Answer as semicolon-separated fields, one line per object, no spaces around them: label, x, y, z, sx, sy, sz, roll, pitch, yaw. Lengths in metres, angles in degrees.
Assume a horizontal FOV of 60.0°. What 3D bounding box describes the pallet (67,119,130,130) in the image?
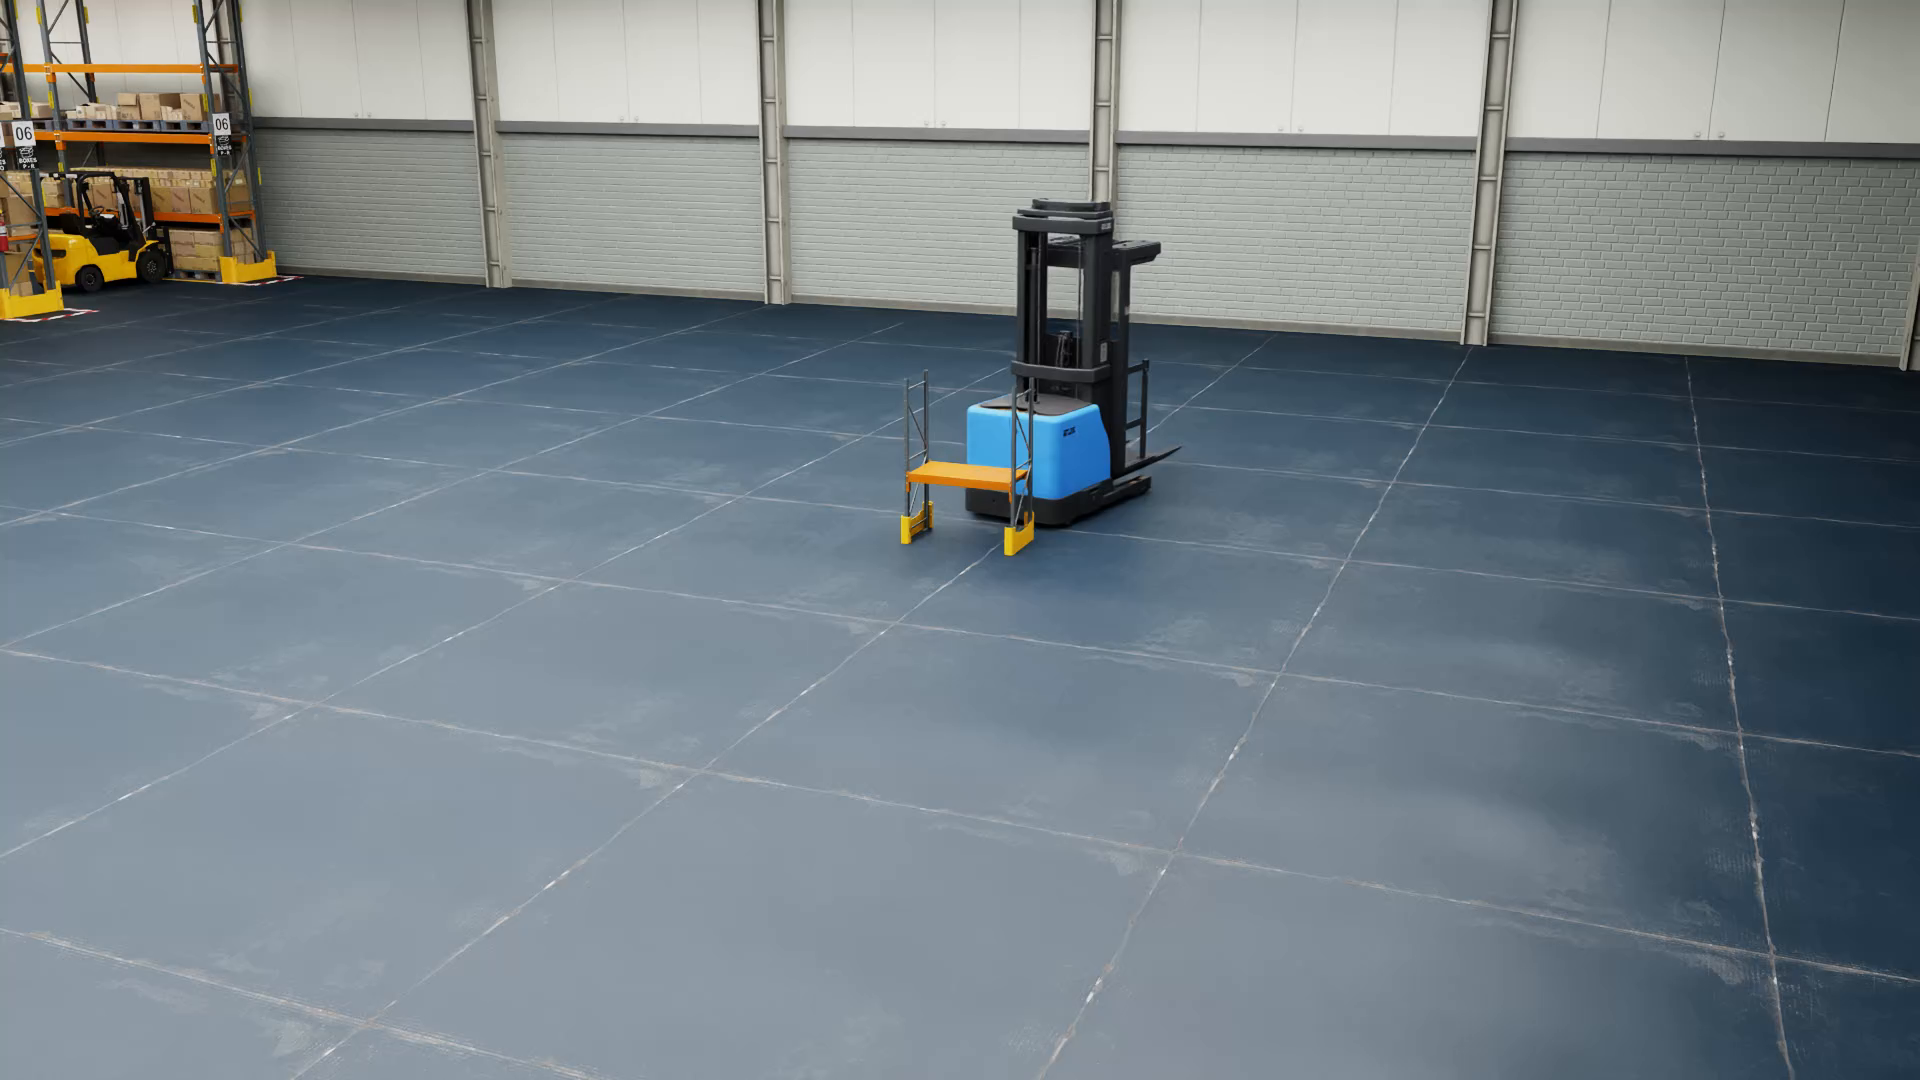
pallet;-17.018;-8.337;33.290;1.213;0.211;1.003;6;17;21

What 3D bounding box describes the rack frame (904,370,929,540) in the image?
rack frame;-0.394;-0.764;15.114;0.032;1.500;0.500;6;17;21

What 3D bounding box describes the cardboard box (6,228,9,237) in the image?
cardboard box;-16.344;-5.185;28.103;0.250;0.149;0.380;7;18;22

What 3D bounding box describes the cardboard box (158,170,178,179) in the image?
cardboard box;-15.492;-7.174;32.629;0.250;0.149;0.380;7;18;22

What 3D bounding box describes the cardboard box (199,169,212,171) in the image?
cardboard box;-14.816;-7.261;32.929;0.250;0.149;0.380;7;17;22

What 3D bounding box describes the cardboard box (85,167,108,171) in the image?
cardboard box;-17.350;-7.414;33.454;0.250;0.149;0.380;7;17;21

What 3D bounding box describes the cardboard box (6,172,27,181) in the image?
cardboard box;-19.419;-7.479;34.214;0.250;0.149;0.380;6;17;21

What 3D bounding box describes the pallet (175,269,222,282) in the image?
pallet;-14.826;-5.339;33.184;1.213;0.211;1.003;6;17;21

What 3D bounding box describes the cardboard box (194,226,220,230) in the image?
cardboard box;-14.943;-6.120;33.260;0.500;0.250;0.500;6;17;21

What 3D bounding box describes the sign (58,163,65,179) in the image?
sign;-18.011;-7.396;33.334;0.005;0.325;0.100;6;17;21

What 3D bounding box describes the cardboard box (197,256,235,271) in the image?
cardboard box;-14.653;-5.458;32.772;0.500;0.250;0.500;6;17;21

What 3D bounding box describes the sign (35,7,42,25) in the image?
sign;-18.009;-10.245;32.506;0.005;0.325;0.100;6;17;21

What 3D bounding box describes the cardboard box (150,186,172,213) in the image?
cardboard box;-15.610;-6.748;32.860;0.500;0.500;0.500;6;17;20

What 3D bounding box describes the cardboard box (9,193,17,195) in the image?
cardboard box;-19.306;-7.040;34.312;0.500;0.250;0.500;6;17;21

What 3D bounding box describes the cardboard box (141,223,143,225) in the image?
cardboard box;-16.815;-6.333;33.993;0.500;0.250;0.500;6;17;20

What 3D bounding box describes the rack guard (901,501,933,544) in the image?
rack guard;-0.392;-0.163;15.287;0.087;0.250;0.587;6;17;21

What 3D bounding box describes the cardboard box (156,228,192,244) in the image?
cardboard box;-15.593;-6.038;32.976;0.500;0.250;0.500;7;17;21

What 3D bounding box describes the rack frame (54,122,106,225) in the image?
rack frame;-17.821;-7.020;33.973;0.127;3.000;1.000;6;17;21

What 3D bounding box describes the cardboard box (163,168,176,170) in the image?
cardboard box;-15.762;-7.368;33.297;0.250;0.149;0.380;6;17;21

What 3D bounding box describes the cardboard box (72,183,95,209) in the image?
cardboard box;-17.504;-6.954;33.569;0.500;0.500;0.500;6;17;19

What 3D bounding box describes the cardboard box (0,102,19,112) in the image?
cardboard box;-19.297;-8.756;33.802;0.500;0.311;0.500;6;17;19

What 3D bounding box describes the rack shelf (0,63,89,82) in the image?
rack shelf;-19.681;-9.568;33.997;4.000;0.370;1.077;6;17;21

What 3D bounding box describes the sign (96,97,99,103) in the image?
sign;-17.618;-8.890;33.968;0.005;0.325;0.100;6;17;21

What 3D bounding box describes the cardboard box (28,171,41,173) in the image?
cardboard box;-19.236;-7.615;34.680;0.250;0.149;0.380;6;17;20

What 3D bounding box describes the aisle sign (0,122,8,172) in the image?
aisle sign;-15.966;-6.490;27.484;0.004;0.787;0.394;6;17;21

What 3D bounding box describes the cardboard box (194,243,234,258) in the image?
cardboard box;-14.667;-5.700;32.711;0.500;0.250;0.500;6;17;20

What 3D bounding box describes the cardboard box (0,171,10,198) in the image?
cardboard box;-16.473;-5.989;27.918;0.500;0.500;0.700;6;17;19

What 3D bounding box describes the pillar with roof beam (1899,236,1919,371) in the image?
pillar with roof beam;11.911;-5.611;18.361;0.400;9.000;9.100;6;17;21

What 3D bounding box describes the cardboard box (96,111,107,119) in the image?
cardboard box;-16.800;-8.386;32.817;0.250;0.149;0.380;7;18;22

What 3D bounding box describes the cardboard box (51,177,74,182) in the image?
cardboard box;-18.220;-7.356;33.790;0.250;0.149;0.380;7;18;23

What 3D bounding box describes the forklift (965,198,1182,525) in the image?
forklift;1.277;-1.901;16.463;1.130;2.935;3.031;10;19;32

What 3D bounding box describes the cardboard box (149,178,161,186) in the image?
cardboard box;-15.727;-7.058;32.761;0.250;0.149;0.380;6;17;21

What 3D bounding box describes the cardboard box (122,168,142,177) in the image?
cardboard box;-16.406;-7.301;33.067;0.250;0.149;0.380;6;17;20

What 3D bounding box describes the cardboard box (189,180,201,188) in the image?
cardboard box;-14.774;-6.951;32.394;0.250;0.149;0.380;7;17;22

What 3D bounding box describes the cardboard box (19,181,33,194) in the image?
cardboard box;-18.852;-7.222;34.044;0.500;0.250;0.500;6;17;19

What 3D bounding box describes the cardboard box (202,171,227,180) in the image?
cardboard box;-14.510;-7.095;32.355;0.250;0.149;0.380;6;17;21

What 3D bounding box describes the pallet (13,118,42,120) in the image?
pallet;-19.836;-8.619;34.440;1.213;0.211;1.003;7;18;23

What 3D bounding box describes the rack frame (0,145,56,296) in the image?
rack frame;-15.917;-5.323;28.128;0.127;3.000;1.000;6;17;21

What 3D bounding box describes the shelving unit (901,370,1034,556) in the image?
shelving unit;0.071;-0.712;14.938;1.083;1.500;0.587;6;17;21

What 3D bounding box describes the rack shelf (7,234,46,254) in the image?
rack shelf;-17.778;-5.182;28.933;4.000;0.370;1.077;6;17;21

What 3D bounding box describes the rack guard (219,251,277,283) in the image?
rack guard;-14.077;-5.407;32.903;0.348;0.500;1.175;6;17;21

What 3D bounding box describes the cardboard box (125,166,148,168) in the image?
cardboard box;-16.688;-7.498;33.745;0.250;0.149;0.380;6;17;20

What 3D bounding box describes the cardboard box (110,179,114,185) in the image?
cardboard box;-16.681;-7.161;33.117;0.250;0.149;0.380;6;17;20

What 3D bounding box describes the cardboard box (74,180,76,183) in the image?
cardboard box;-17.621;-7.278;33.521;0.250;0.149;0.380;6;17;20

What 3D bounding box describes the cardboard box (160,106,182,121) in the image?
cardboard box;-15.218;-8.268;32.201;0.258;0.266;0.396;6;17;21

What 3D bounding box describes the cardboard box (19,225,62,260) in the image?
cardboard box;-19.029;-6.213;34.700;0.625;0.625;0.875;6;17;20
